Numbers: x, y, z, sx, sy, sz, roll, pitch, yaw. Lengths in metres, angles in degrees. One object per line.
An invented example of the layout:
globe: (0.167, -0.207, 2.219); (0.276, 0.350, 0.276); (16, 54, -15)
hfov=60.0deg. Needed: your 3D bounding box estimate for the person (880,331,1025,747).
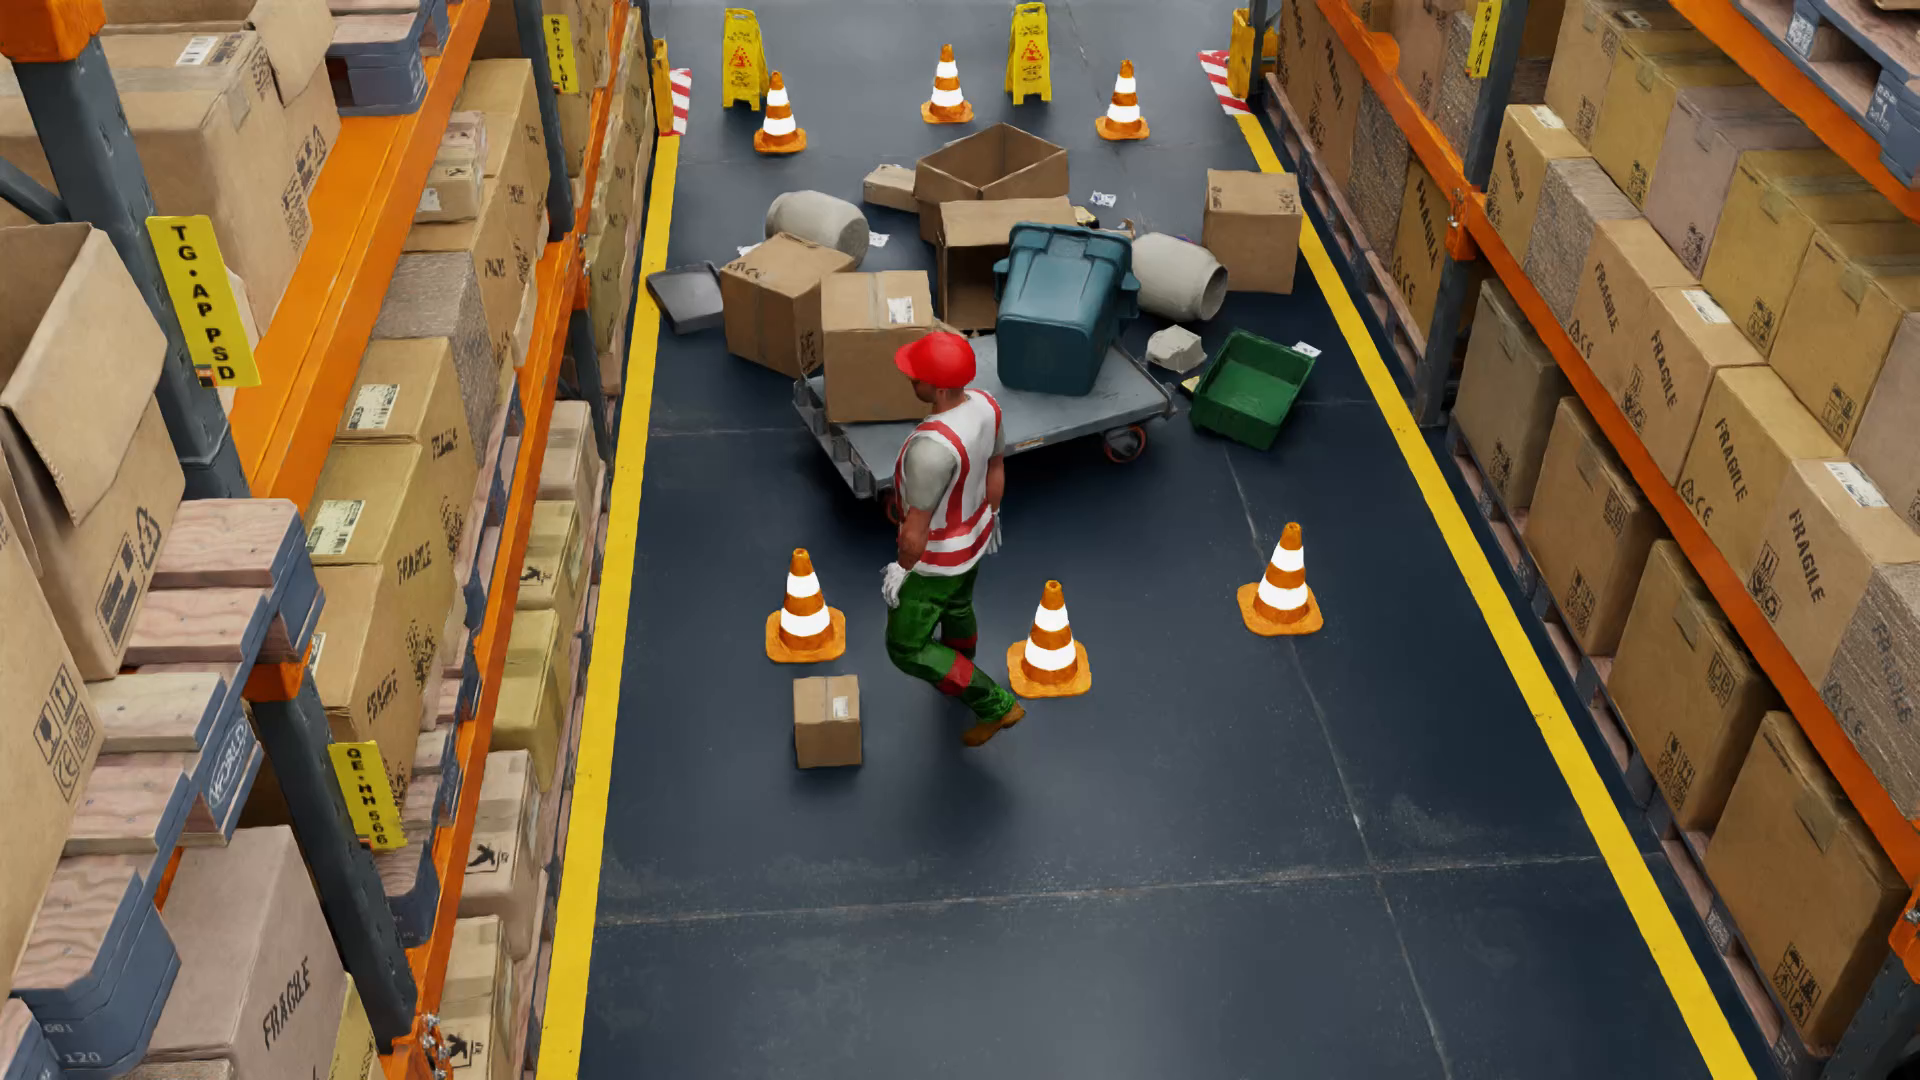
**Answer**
person: (-0.005, 0.008, 6.101); (0.655, 1.783, 0.650); (15, 41, 18)
